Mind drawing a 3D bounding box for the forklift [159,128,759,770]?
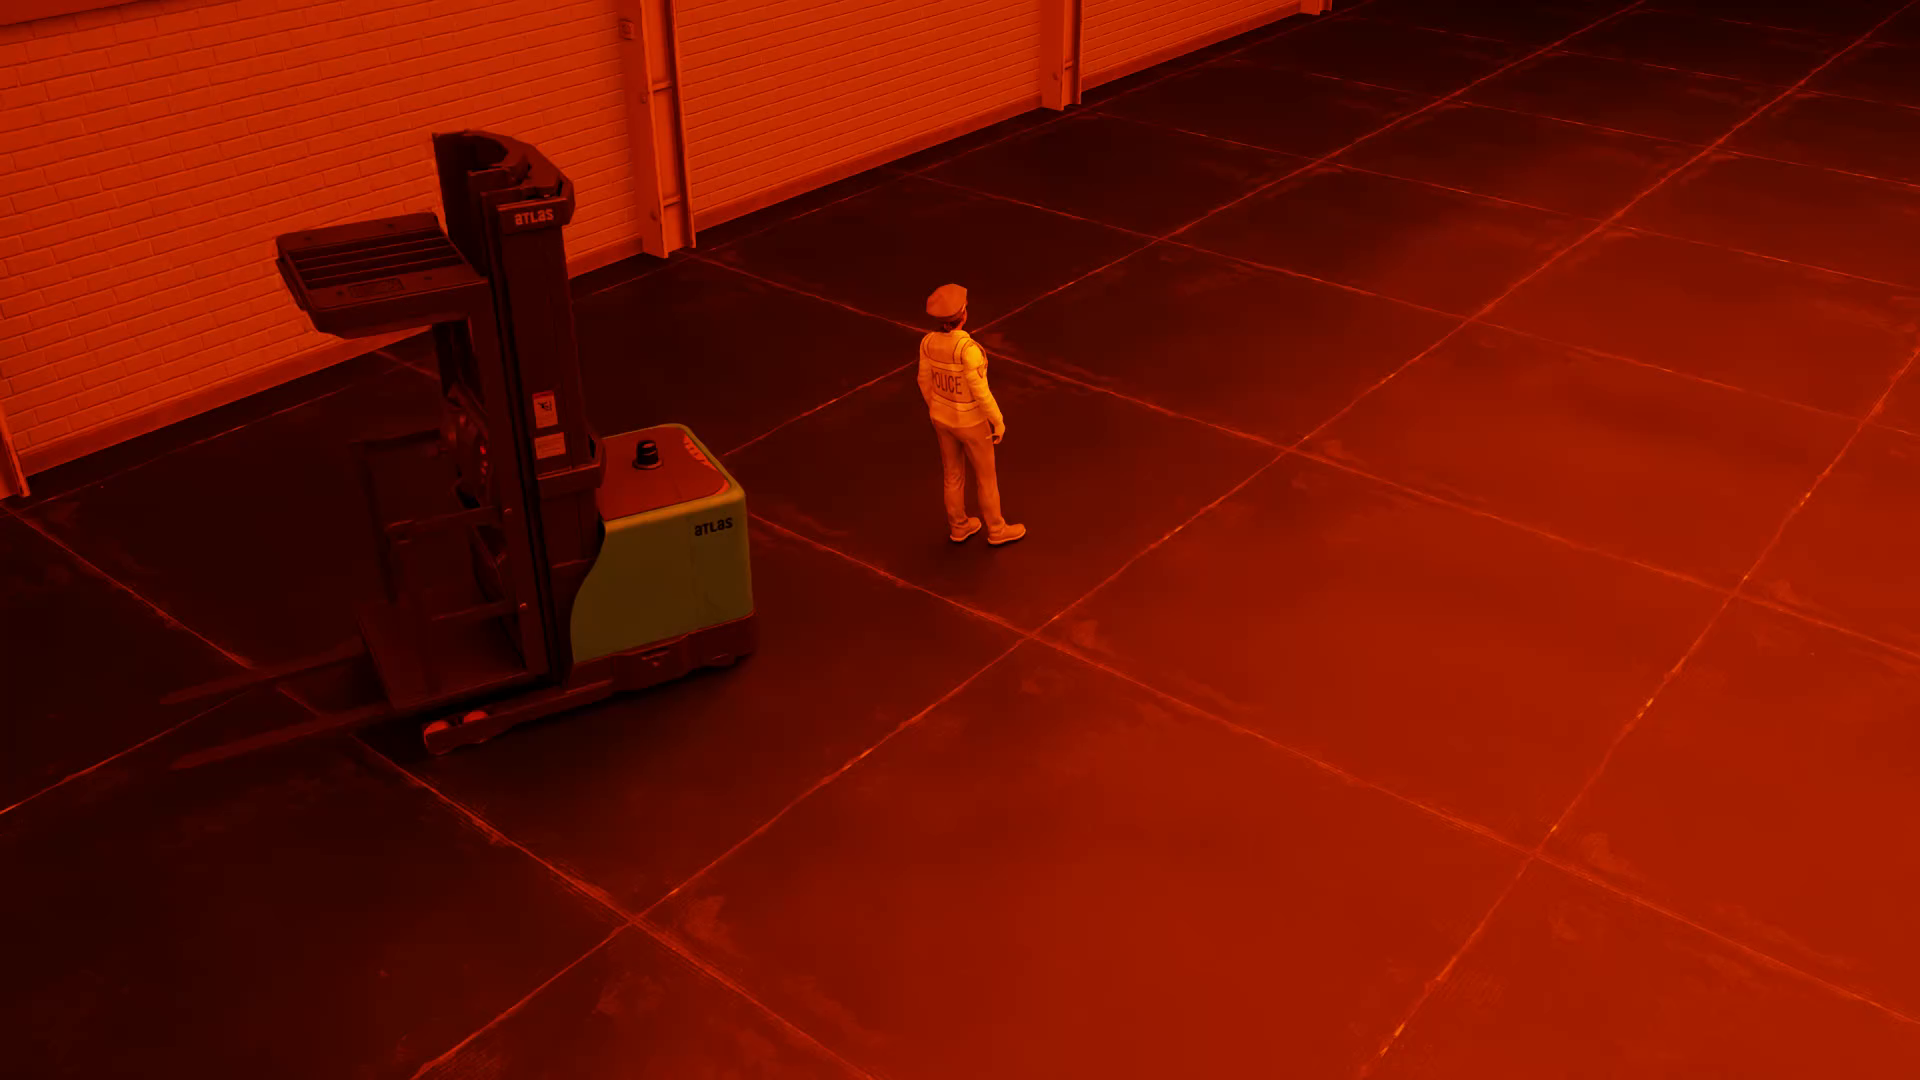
[{"bbox_3d":[-2.675,-0.462,8.386,3.031,2.935,1.130,-15,34,-24],"label":"forklift"}]

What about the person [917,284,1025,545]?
[{"bbox_3d":[0.048,-0.763,10.111,0.588,1.695,0.531,22,37,33],"label":"person"}]
